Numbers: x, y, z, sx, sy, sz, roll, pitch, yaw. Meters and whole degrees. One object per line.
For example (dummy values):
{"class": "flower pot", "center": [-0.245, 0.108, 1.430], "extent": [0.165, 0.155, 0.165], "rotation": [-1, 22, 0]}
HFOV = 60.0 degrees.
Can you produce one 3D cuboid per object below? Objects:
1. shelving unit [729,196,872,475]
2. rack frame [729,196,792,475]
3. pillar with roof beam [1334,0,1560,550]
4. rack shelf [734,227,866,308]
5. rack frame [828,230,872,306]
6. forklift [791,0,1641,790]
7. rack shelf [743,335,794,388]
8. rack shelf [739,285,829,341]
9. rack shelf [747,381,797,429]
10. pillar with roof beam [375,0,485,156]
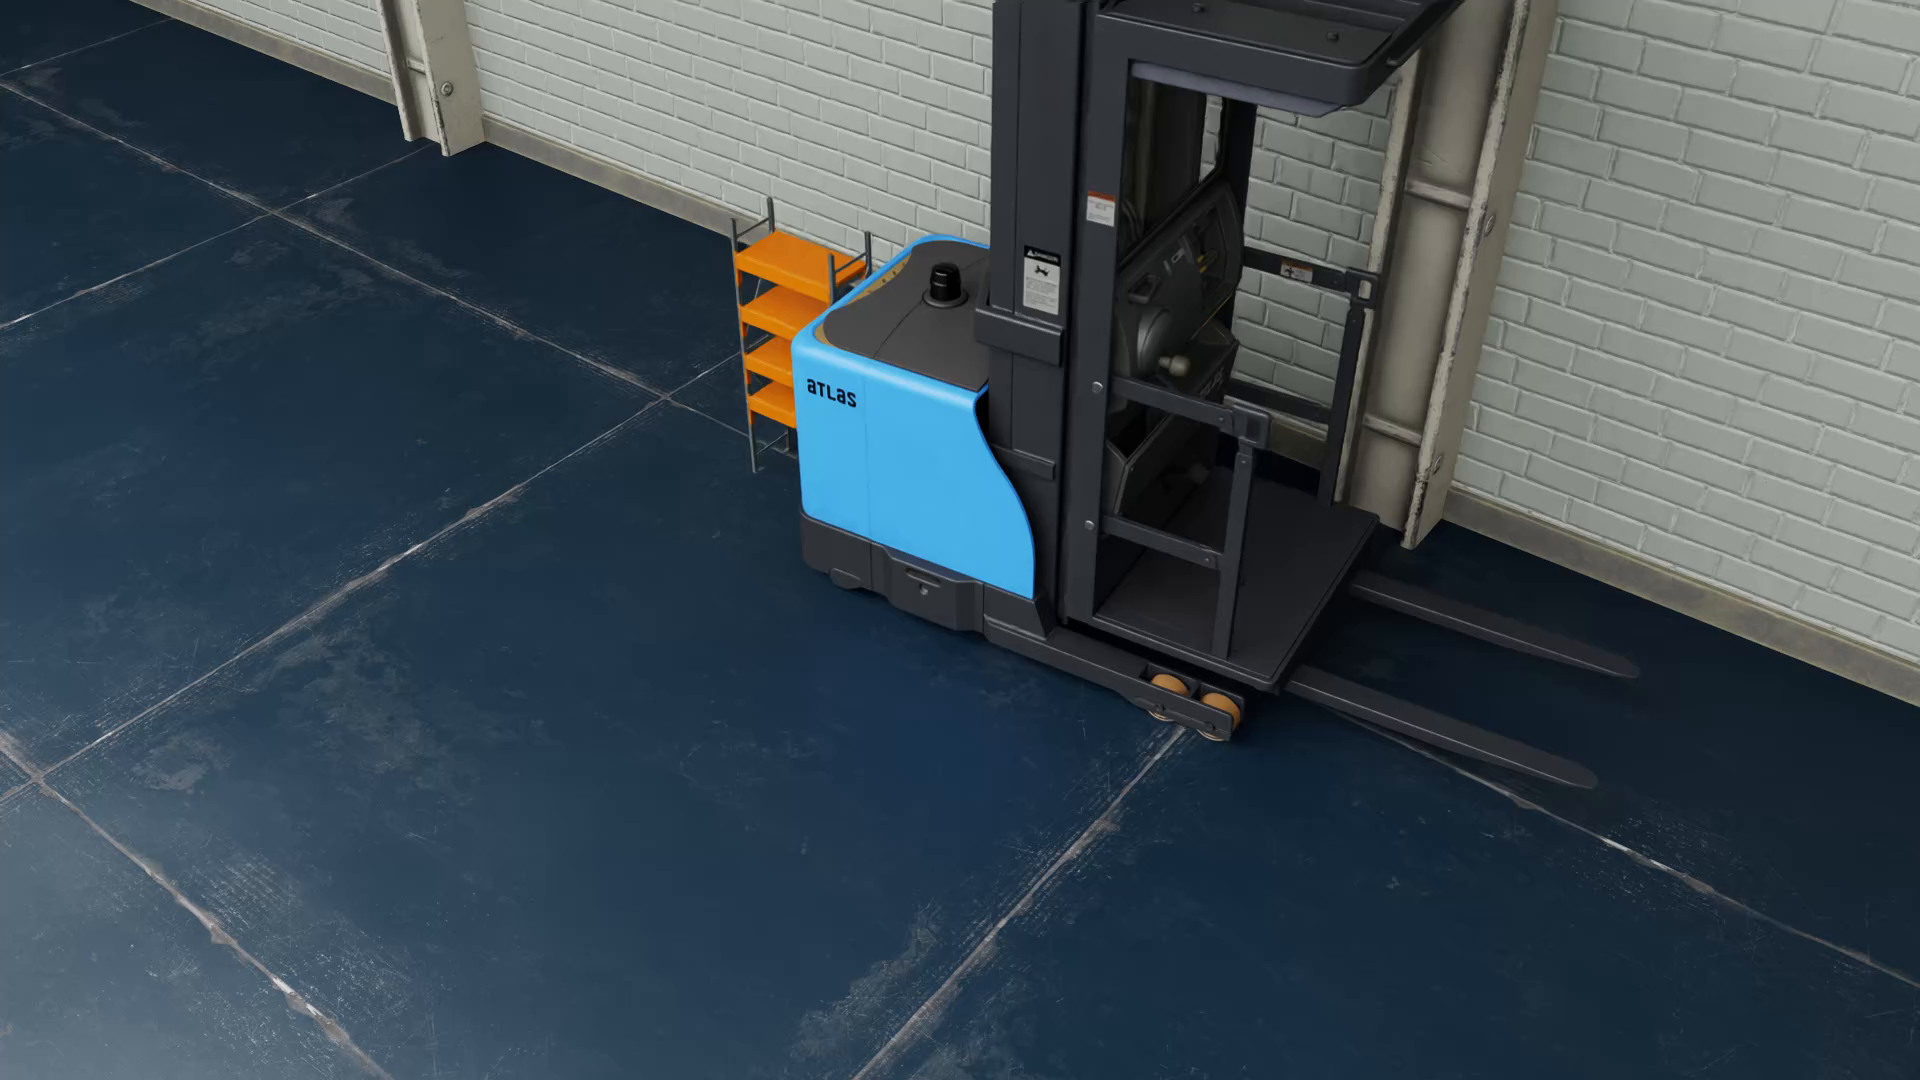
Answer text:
{"class": "shelving unit", "center": [-0.612, -0.727, 6.705], "extent": [0.503, 1.200, 0.258], "rotation": [24, 44, 27]}
{"class": "rack frame", "center": [-0.810, -0.815, 6.817], "extent": [0.015, 1.200, 0.240], "rotation": [24, 44, 27]}
{"class": "pillar with roof beam", "center": [-0.858, -1.542, 1.420], "extent": [0.400, 9.000, 9.100], "rotation": [25, 45, 29]}
{"class": "rack shelf", "center": [-0.612, -1.036, 6.463], "extent": [0.480, 0.148, 0.258], "rotation": [24, 44, 27]}
{"class": "rack frame", "center": [-0.414, -0.639, 6.593], "extent": [0.015, 1.200, 0.240], "rotation": [24, 44, 27]}
{"class": "forklift", "center": [0.909, -0.825, 5.426], "extent": [3.031, 2.935, 1.130], "rotation": [20, 42, 23]}
{"class": "rack shelf", "center": [-0.612, -0.674, 6.747], "extent": [0.480, 0.148, 0.258], "rotation": [24, 44, 27]}
{"class": "rack shelf", "center": [-0.612, -0.850, 6.609], "extent": [0.480, 0.148, 0.258], "rotation": [24, 44, 27]}
{"class": "rack shelf", "center": [-0.612, -0.518, 6.869], "extent": [0.480, 0.148, 0.258], "rotation": [24, 44, 27]}
{"class": "pillar with roof beam", "center": [-5.624, -3.789, 4.290], "extent": [0.400, 9.000, 9.100], "rotation": [25, 45, 29]}
